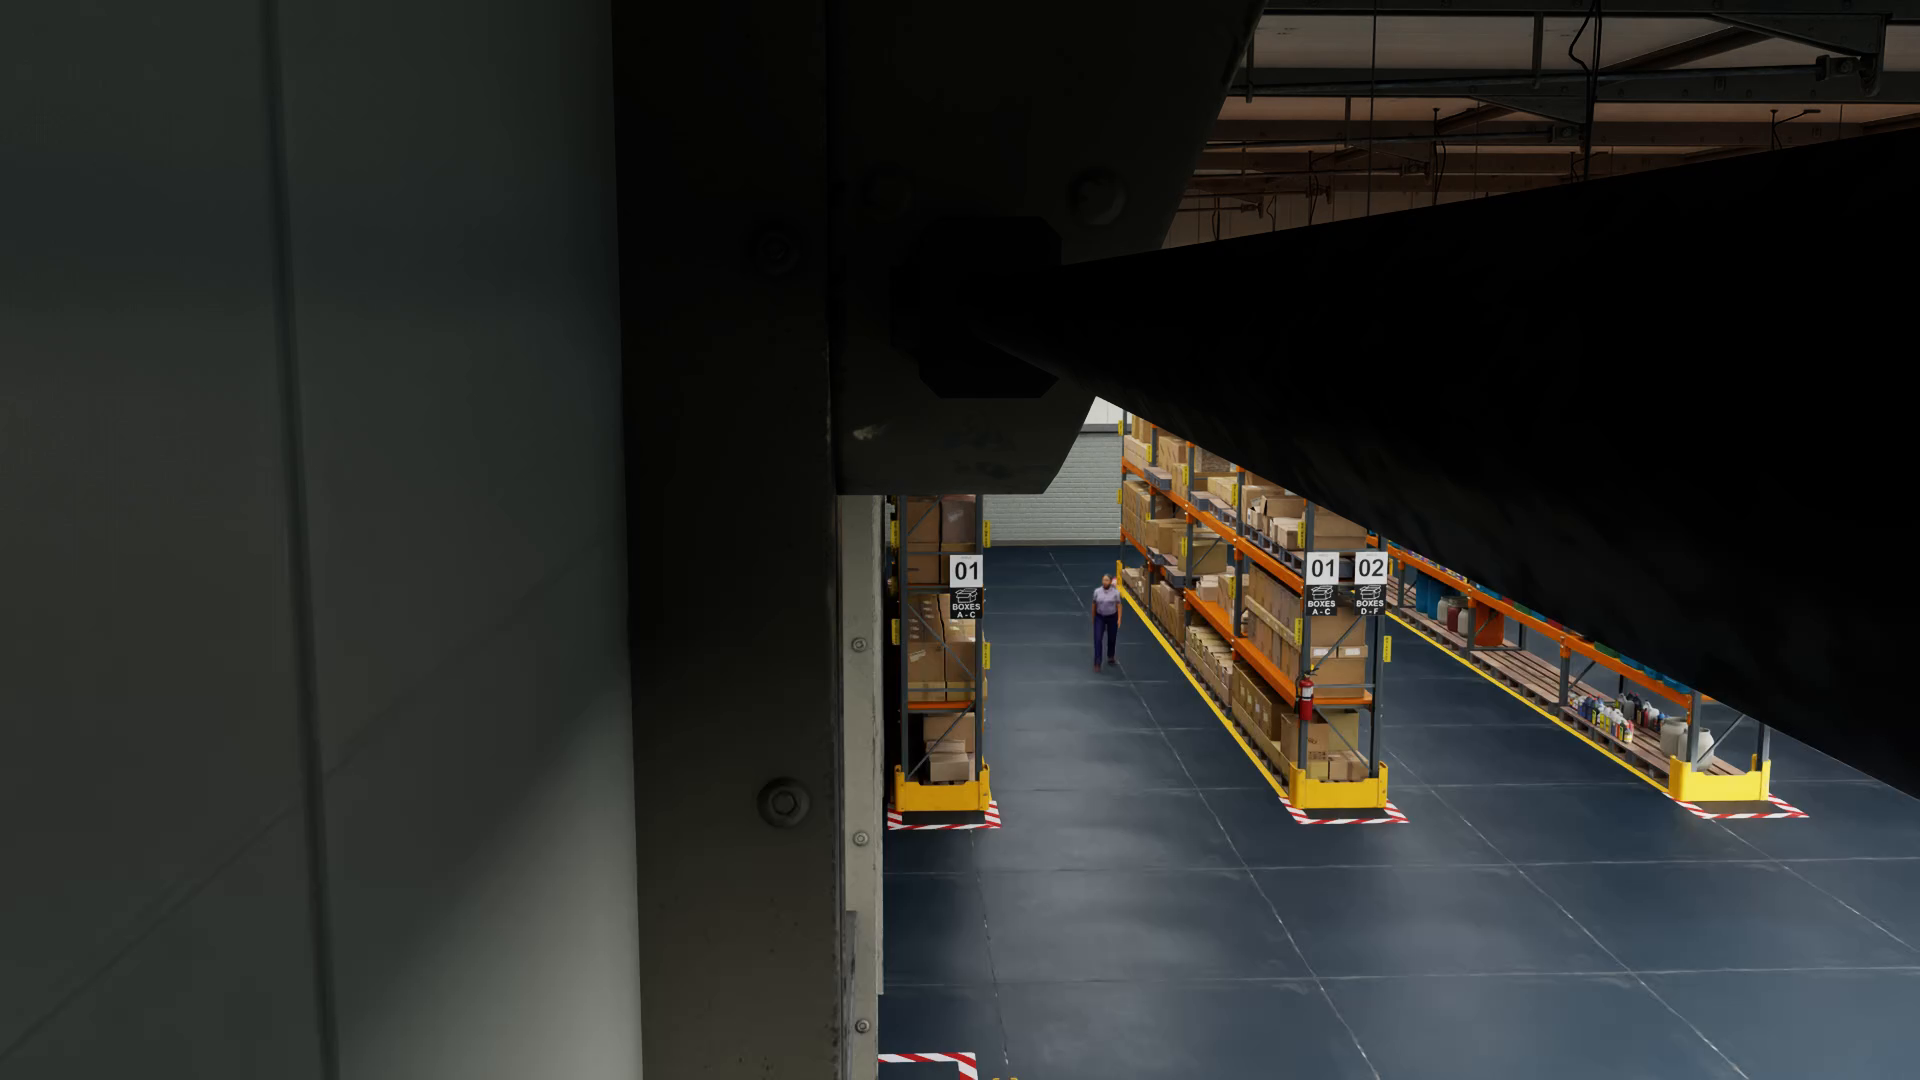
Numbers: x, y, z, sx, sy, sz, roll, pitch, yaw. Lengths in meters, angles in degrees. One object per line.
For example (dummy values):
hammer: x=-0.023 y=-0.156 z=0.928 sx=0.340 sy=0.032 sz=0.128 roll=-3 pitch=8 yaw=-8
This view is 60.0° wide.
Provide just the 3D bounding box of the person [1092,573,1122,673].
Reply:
person: x=2.493 y=1.367 z=28.234 sx=0.516 sy=1.603 sz=0.985 roll=1 pitch=8 yaw=7
